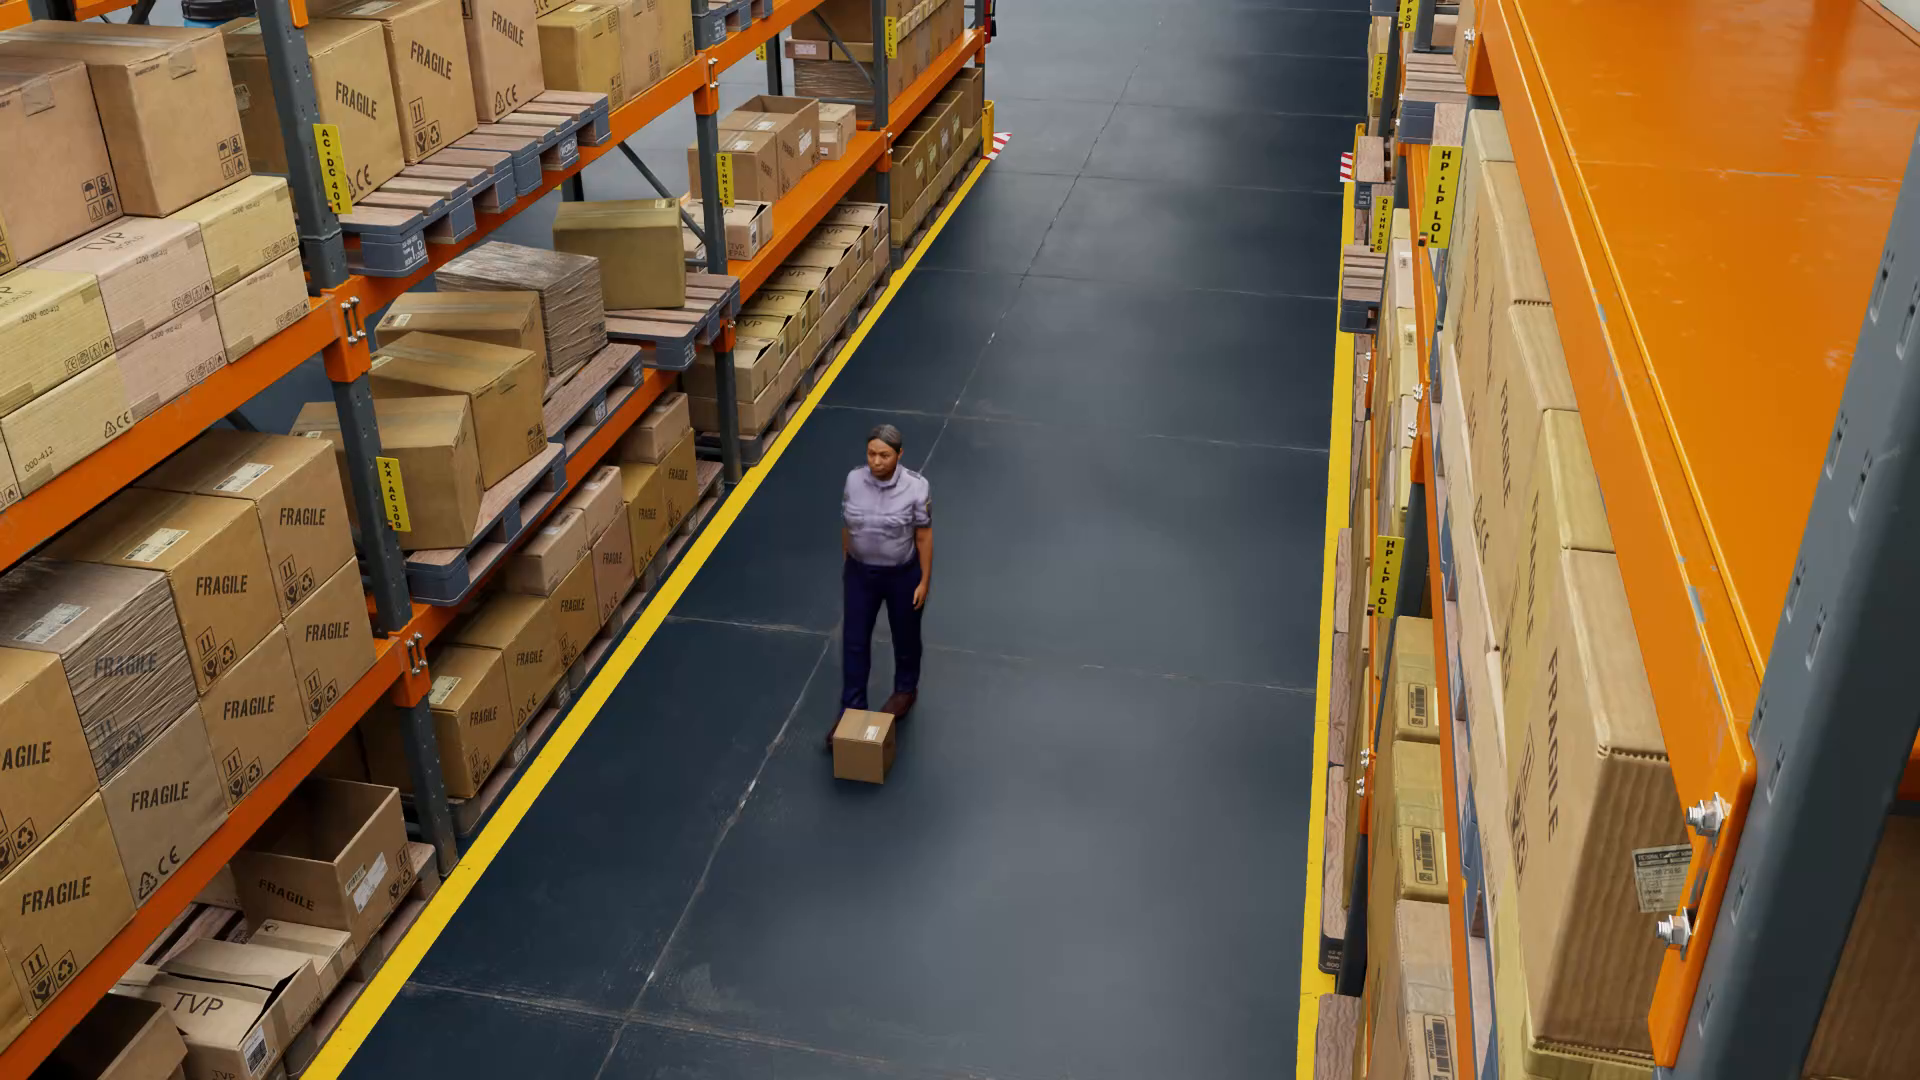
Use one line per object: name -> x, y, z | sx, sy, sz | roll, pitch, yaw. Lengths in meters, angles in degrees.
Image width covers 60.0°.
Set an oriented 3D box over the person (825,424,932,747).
person -> -0.395, 0.232, 8.199 | 0.477, 1.635, 0.658 | 6, 29, 10
